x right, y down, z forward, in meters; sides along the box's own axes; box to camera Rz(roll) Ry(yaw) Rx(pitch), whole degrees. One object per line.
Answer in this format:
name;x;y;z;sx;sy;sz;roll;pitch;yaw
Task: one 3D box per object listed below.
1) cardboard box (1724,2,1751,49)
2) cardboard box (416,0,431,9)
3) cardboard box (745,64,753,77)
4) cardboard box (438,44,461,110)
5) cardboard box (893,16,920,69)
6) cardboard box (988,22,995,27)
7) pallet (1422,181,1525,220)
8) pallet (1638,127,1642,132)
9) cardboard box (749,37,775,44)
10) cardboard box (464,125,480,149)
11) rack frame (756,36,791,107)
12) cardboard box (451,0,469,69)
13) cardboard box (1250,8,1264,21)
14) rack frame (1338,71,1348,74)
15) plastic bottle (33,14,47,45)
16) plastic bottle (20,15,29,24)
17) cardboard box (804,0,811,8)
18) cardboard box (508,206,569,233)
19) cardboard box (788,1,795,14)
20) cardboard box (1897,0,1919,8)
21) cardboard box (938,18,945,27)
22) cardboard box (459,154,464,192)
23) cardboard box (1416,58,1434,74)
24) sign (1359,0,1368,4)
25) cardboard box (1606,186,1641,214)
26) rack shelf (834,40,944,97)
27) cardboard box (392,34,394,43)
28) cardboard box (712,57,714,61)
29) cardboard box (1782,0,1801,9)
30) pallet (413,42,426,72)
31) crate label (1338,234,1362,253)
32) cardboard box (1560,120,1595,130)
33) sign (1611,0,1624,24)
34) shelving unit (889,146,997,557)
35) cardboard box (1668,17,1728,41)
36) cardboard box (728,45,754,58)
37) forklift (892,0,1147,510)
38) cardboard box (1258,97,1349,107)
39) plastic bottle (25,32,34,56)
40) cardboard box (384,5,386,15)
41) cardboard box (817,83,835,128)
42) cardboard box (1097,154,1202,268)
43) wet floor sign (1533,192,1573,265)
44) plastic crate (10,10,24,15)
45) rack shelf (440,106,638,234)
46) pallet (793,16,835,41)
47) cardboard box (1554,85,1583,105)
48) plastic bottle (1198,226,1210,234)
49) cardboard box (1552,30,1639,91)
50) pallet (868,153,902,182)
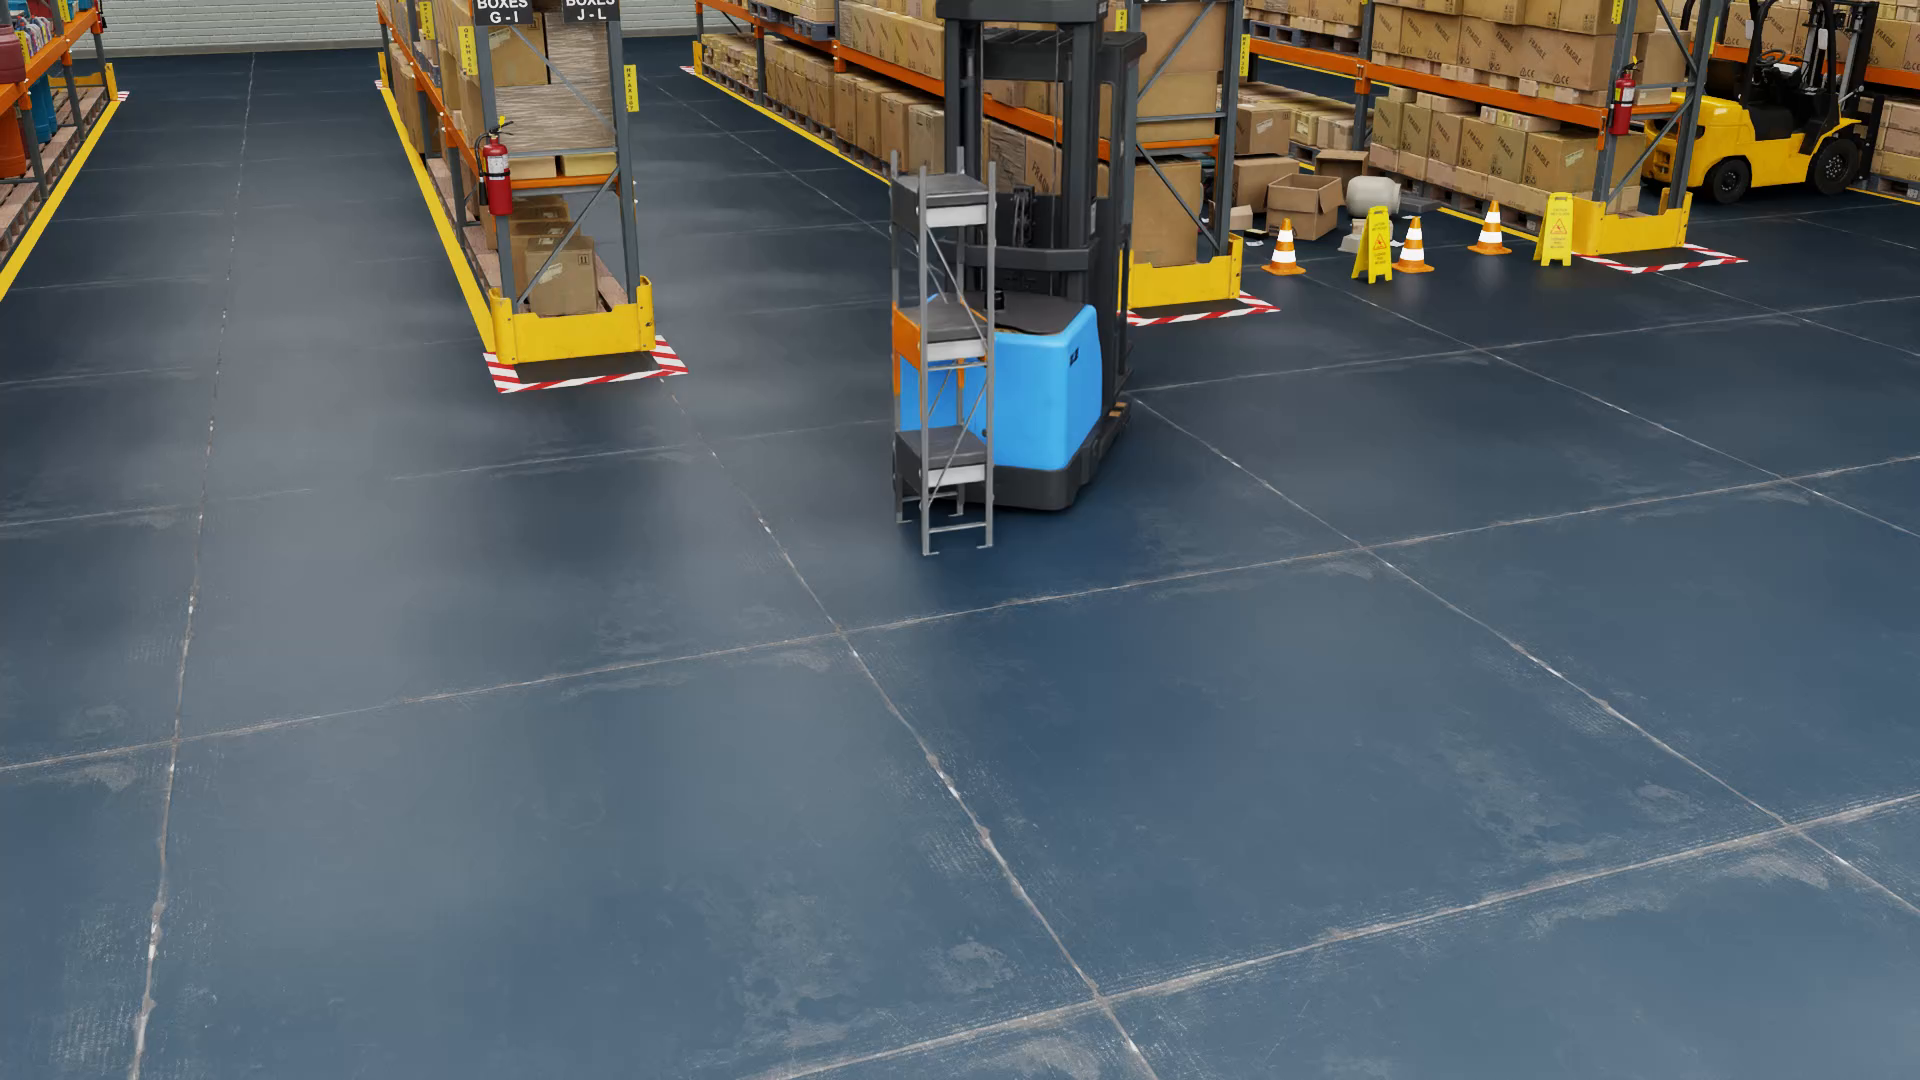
cardboard box;9.521;-6.135;19.816;0.500;0.500;0.500;-9;24;-20
cardboard box;-5.961;-6.474;19.327;0.797;0.503;0.637;-7;24;-17
cardboard box;-2.971;-6.979;24.694;0.380;0.149;0.250;-10;25;-22
cardboard box;-4.060;-4.069;14.530;0.875;0.500;0.500;-8;24;-19
cardboard box;-0.420;-5.454;18.200;0.500;0.500;0.500;-8;24;-18
cardboard box;0.772;-5.132;15.981;0.875;0.550;0.550;-8;24;-19
pallet;5.671;-3.636;17.604;1.003;0.211;1.213;-8;24;-19
pallet;8.877;-5.708;22.520;1.003;0.211;1.213;-8;24;-19
cardboard box;-3.166;-7.966;26.652;0.380;0.149;0.250;-9;25;-21
cardboard box;-3.814;-3.281;13.496;0.380;0.149;0.250;-8;24;-19
rack frame;-2.455;-7.795;23.882;1.000;3.000;0.127;-8;24;-19
cardboard box;-3.673;-3.964;12.993;0.500;0.500;0.500;-8;24;-19
cardboard box;3.852;-6.599;20.827;0.380;0.149;0.250;-7;24;-16
rack frame;6.782;-9.193;27.200;1.000;3.000;0.127;-8;24;-19
plastic bottle;-11.134;-6.160;20.066;0.144;0.351;0.185;-8;24;-19
plastic bottle;-11.269;-6.140;20.019;0.144;0.351;0.185;-8;24;-19
cardboard box;-1.738;-6.770;20.850;0.380;0.149;0.250;-7;24;-17
cardboard box;-3.543;-2.504;14.007;0.500;0.500;0.500;-6;24;-14
cardboard box;-2.005;-6.908;21.560;0.380;0.149;0.250;-9;25;-21
cardboard box;10.250;-5.773;17.738;0.380;0.149;0.250;-8;24;-18
cardboard box;0.190;-5.574;17.198;0.700;0.500;0.500;-9;24;-20
cardboard box;-4.850;-3.900;17.294;0.700;0.500;0.500;-11;25;-24
cardboard box;5.092;-5.058;17.712;0.380;0.149;0.250;-8;24;-17
sign;4.448;-6.060;18.275;0.100;0.325;0.005;-8;24;-19
cardboard box;6.353;-3.408;16.473;0.500;0.250;0.500;-9;24;-19
rack shelf;-0.335;-5.283;18.849;1.077;0.370;4.000;-8;24;-19
cardboard box;-8.243;-7.597;25.608;0.875;0.875;0.875;-8;24;-19
cardboard box;-3.813;-7.810;27.048;0.380;0.149;0.250;-8;24;-19
cardboard box;9.704;-6.195;19.122;0.380;0.149;0.250;-8;24;-18
pallet;-5.366;-5.365;18.364;1.213;0.211;1.003;-8;24;-19
crate label;3.767;-2.812;15.745;0.298;0.136;0.250;18;29;36
cardboard box;6.155;-3.952;16.797;0.500;0.500;0.500;-9;25;-21
sign;5.853;-4.761;14.786;0.100;0.325;0.005;-8;24;-19
shelving unit;-0.093;-0.993;8.903;0.431;2.100;0.503;-8;24;-18
cardboard box;9.186;-6.364;20.681;0.500;0.250;0.500;-8;24;-18
cardboard box;-3.354;-7.506;25.561;0.380;0.149;0.250;-9;25;-21
forklift;0.511;-2.064;10.372;1.130;2.935;3.031;6;24;15
cardboard box;4.274;-5.290;20.782;0.950;0.372;0.625;-8;24;-17
plastic bottle;-10.692;-5.666;18.992;0.152;0.276;0.135;-8;24;-19
cardboard box;-7.909;-7.475;23.447;0.380;0.149;0.250;-8;24;-18
cardboard box;-1.519;-5.586;21.320;0.500;0.500;0.500;-8;24;-19
cardboard box;1.483;-2.886;14.431;0.875;0.875;0.875;-8;24;-19
wet floor sign;5.445;-2.850;15.181;0.267;0.644;0.232;0;23;-1
plastic crate;-12.661;-6.969;22.185;0.293;0.136;0.466;-8;24;-19
rack shelf;-3.598;-3.186;13.873;1.077;0.370;4.000;-8;24;-19
pallet;-1.393;-6.497;21.051;1.213;0.211;1.003;-8;24;-19
cardboard box;5.854;-4.218;15.719;0.380;0.149;0.250;-9;24;-20
plastic bottle;2.339;-3.075;16.467;0.283;0.061;0.133;-18;29;-37
cardboard box;5.930;-4.493;15.536;0.500;0.500;0.500;-9;24;-20
pallet;-0.407;-4.317;19.221;1.003;0.211;1.213;-8;24;-19
